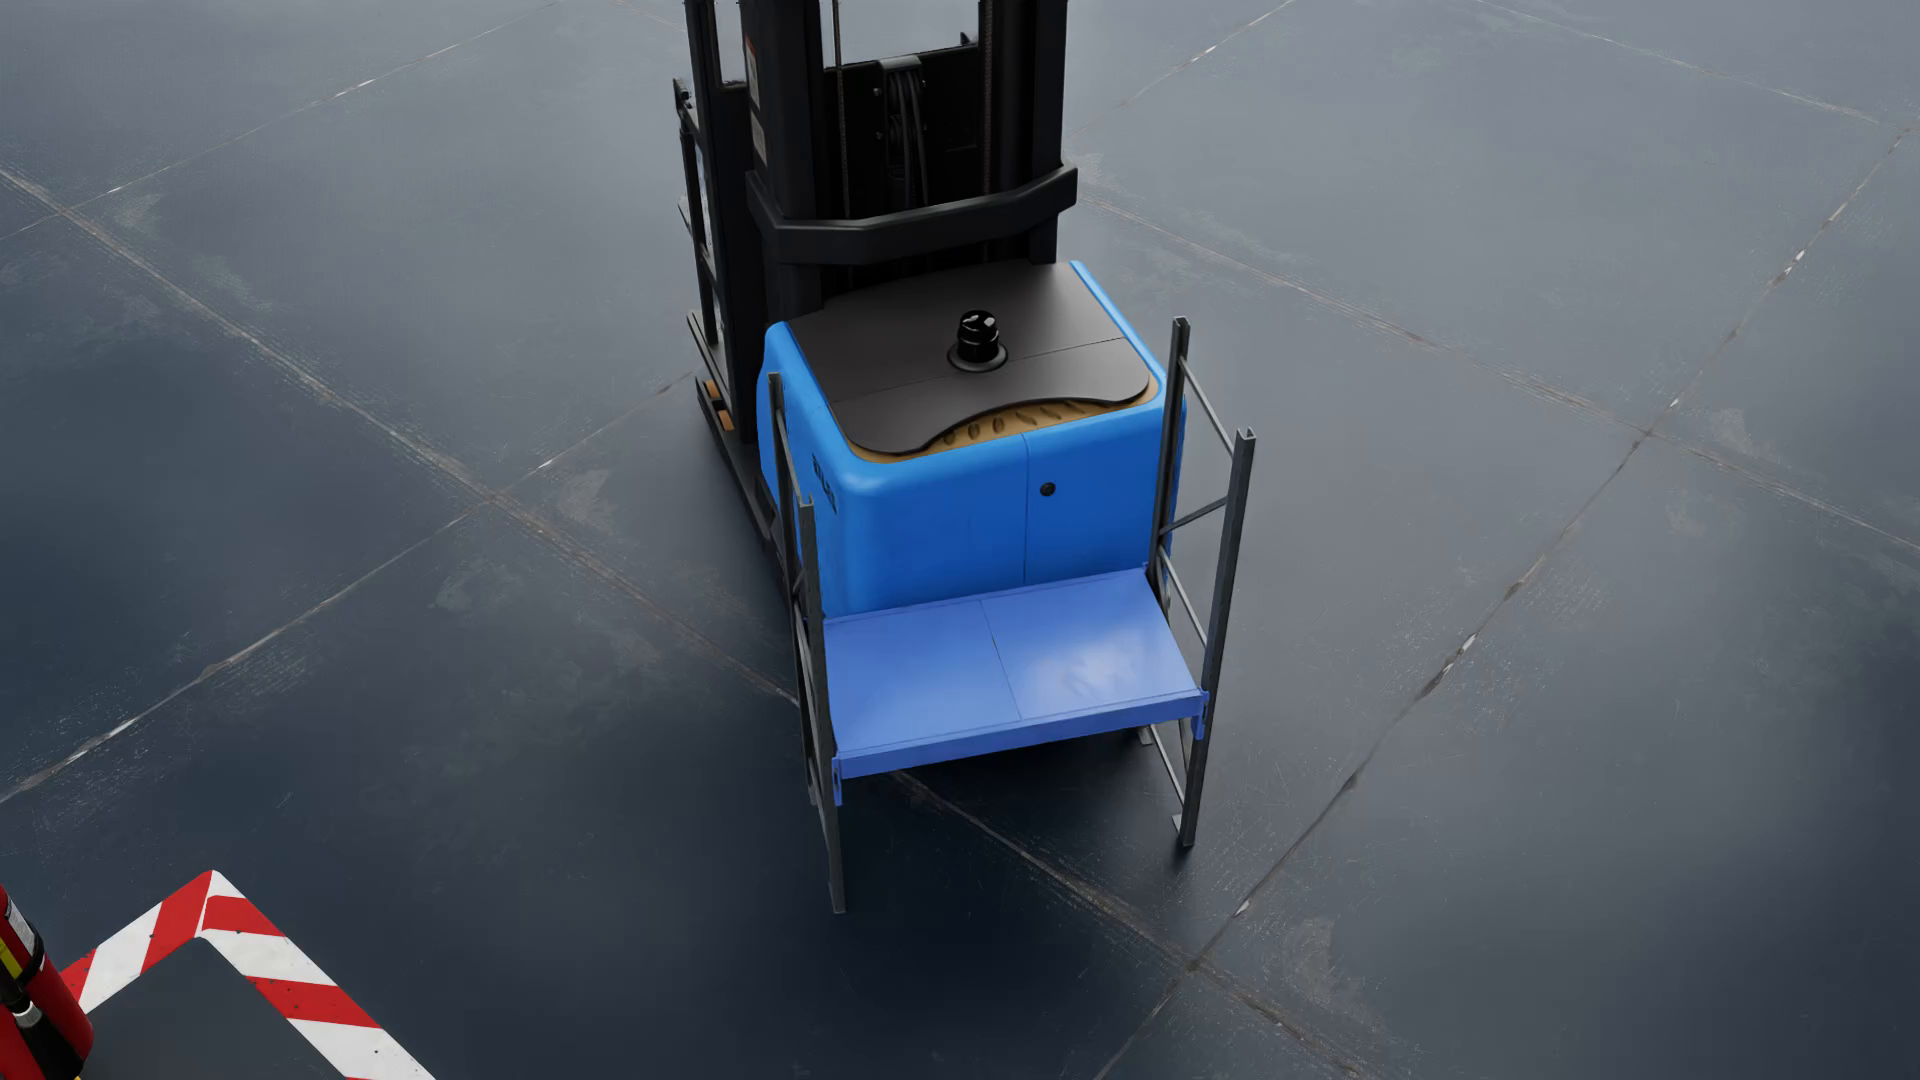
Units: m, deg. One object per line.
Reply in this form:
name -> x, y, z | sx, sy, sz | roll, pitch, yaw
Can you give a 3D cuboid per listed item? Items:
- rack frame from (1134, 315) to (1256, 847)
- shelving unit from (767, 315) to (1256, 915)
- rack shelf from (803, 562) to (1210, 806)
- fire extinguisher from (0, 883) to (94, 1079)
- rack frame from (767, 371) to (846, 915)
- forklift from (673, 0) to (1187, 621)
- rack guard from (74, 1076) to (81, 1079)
rack frame -> 0.601, 0.162, 4.457 | 0.032, 1.500, 0.500 | -9, 43, -10
shelving unit -> 0.107, 0.240, 4.371 | 1.048, 1.500, 0.538 | -9, 43, -10
rack shelf -> 0.107, 0.373, 4.492 | 1.000, 0.185, 0.538 | -9, 43, -10
fire extinguisher -> -1.674, 0.689, 2.820 | 0.296, 0.674, 0.183 | 29, 50, 28
rack frame -> -0.388, 0.318, 4.285 | 0.032, 1.500, 0.500 | -9, 43, -10
forklift -> -0.340, -1.489, 5.209 | 1.130, 2.935, 3.031 | -14, 44, -15
rack guard -> -2.090, 1.433, 3.803 | 1.175, 0.500, 0.348 | 29, 50, 28
